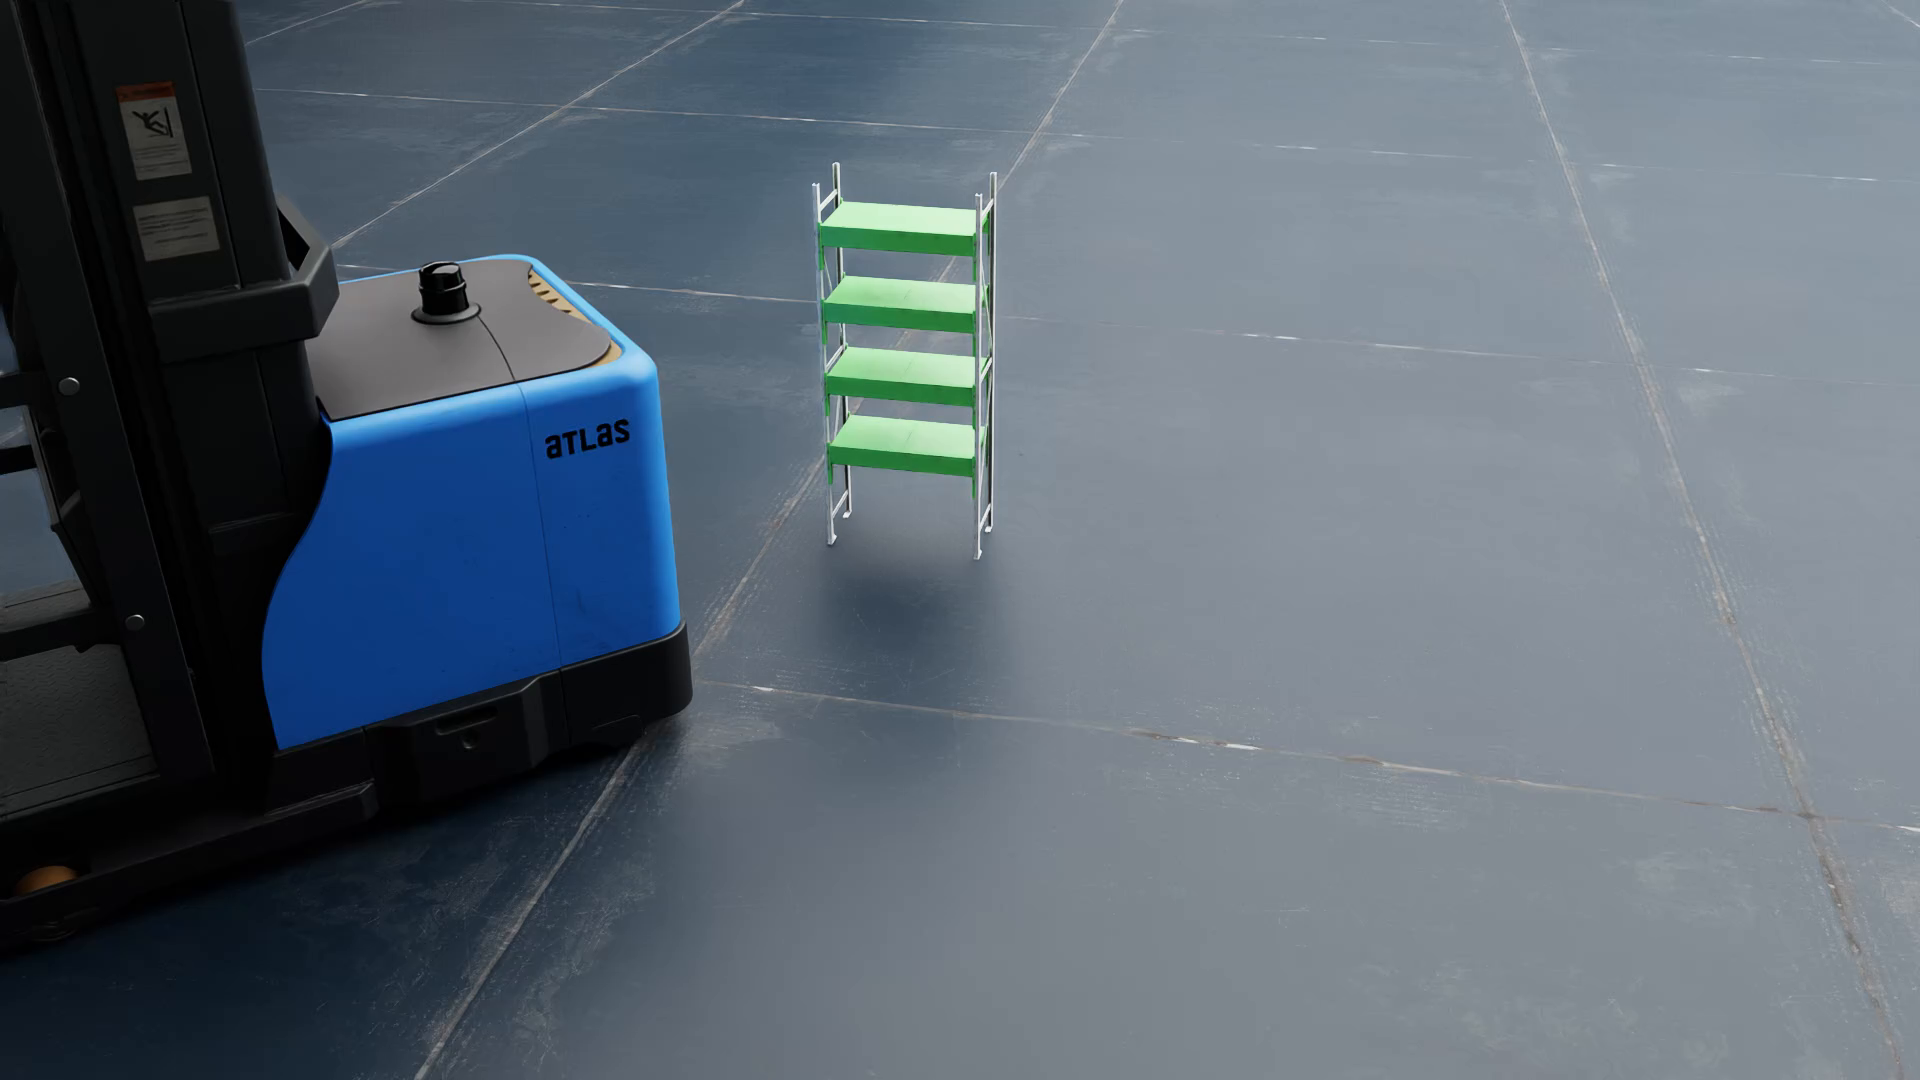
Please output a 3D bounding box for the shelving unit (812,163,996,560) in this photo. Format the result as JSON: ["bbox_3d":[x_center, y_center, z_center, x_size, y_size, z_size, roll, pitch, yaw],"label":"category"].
[{"bbox_3d":[-0.162,-0.543,5.211,0.503,1.200,0.258,6,29,11],"label":"shelving unit"}]

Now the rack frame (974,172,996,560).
[{"bbox_3d":[0.077,-0.518,5.166,0.015,1.200,0.240,6,29,11],"label":"rack frame"}]

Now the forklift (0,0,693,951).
[{"bbox_3d":[-2.256,-0.613,3.536,3.031,2.935,1.130,-16,33,-27],"label":"forklift"}]

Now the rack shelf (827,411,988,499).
[{"bbox_3d":[-0.162,-0.276,5.357,0.480,0.148,0.258,6,29,11],"label":"rack shelf"}]

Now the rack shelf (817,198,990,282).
[{"bbox_3d":[-0.162,-0.908,5.011,0.480,0.148,0.258,6,29,11],"label":"rack shelf"}]

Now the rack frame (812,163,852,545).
[{"bbox_3d":[-0.401,-0.567,5.255,0.015,1.200,0.240,6,29,11],"label":"rack frame"}]

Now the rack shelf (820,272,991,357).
[{"bbox_3d":[-0.162,-0.697,5.126,0.480,0.148,0.258,6,29,11],"label":"rack shelf"}]

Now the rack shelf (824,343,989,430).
[{"bbox_3d":[-0.162,-0.487,5.241,0.480,0.148,0.258,6,29,11],"label":"rack shelf"}]
